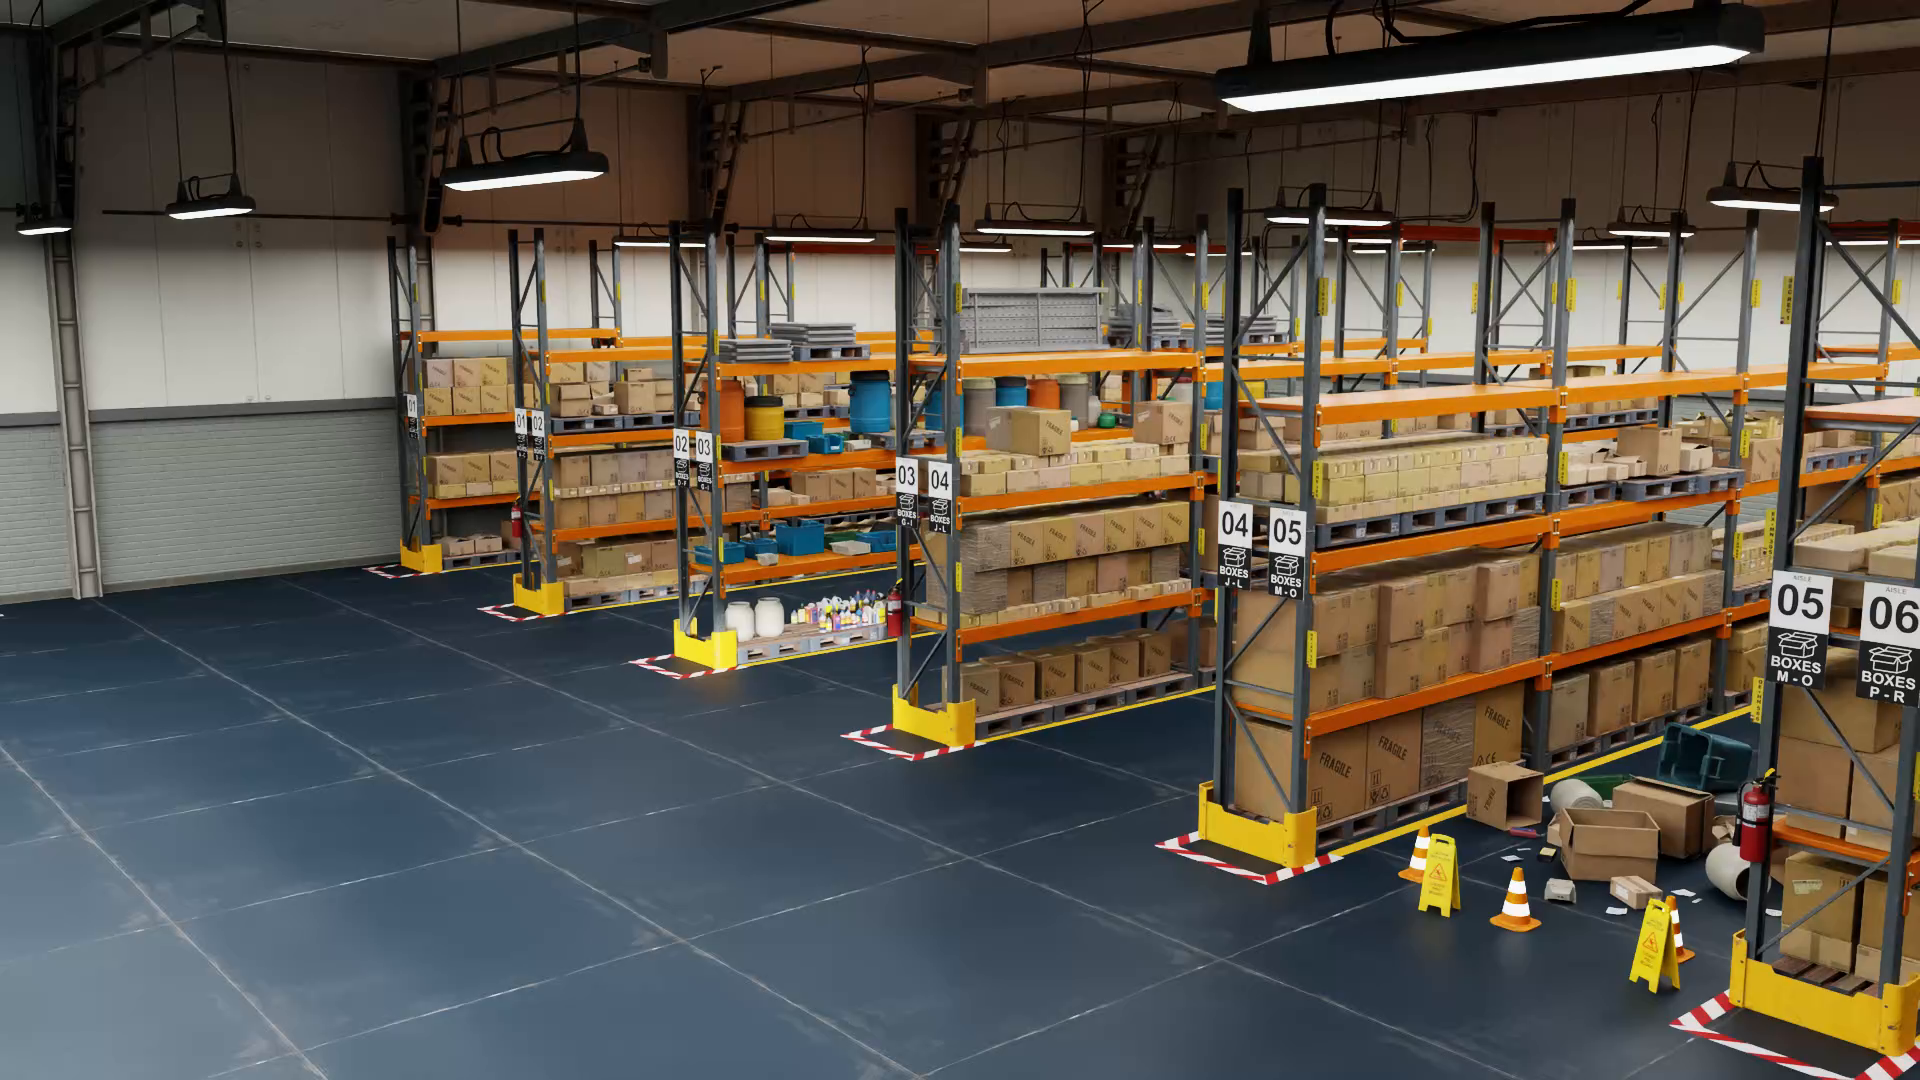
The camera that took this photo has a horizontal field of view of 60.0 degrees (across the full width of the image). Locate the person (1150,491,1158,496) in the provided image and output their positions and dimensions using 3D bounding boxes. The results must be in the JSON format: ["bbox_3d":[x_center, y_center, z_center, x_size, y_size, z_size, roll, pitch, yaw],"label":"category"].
[{"bbox_3d":[3.668,-0.765,33.332,0.948,1.634,0.483,-7,11,-37],"label":"person"}]

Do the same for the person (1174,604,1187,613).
[{"bbox_3d":[3.329,0.249,24.669,0.457,1.684,0.380,-6,11,-35],"label":"person"}]
